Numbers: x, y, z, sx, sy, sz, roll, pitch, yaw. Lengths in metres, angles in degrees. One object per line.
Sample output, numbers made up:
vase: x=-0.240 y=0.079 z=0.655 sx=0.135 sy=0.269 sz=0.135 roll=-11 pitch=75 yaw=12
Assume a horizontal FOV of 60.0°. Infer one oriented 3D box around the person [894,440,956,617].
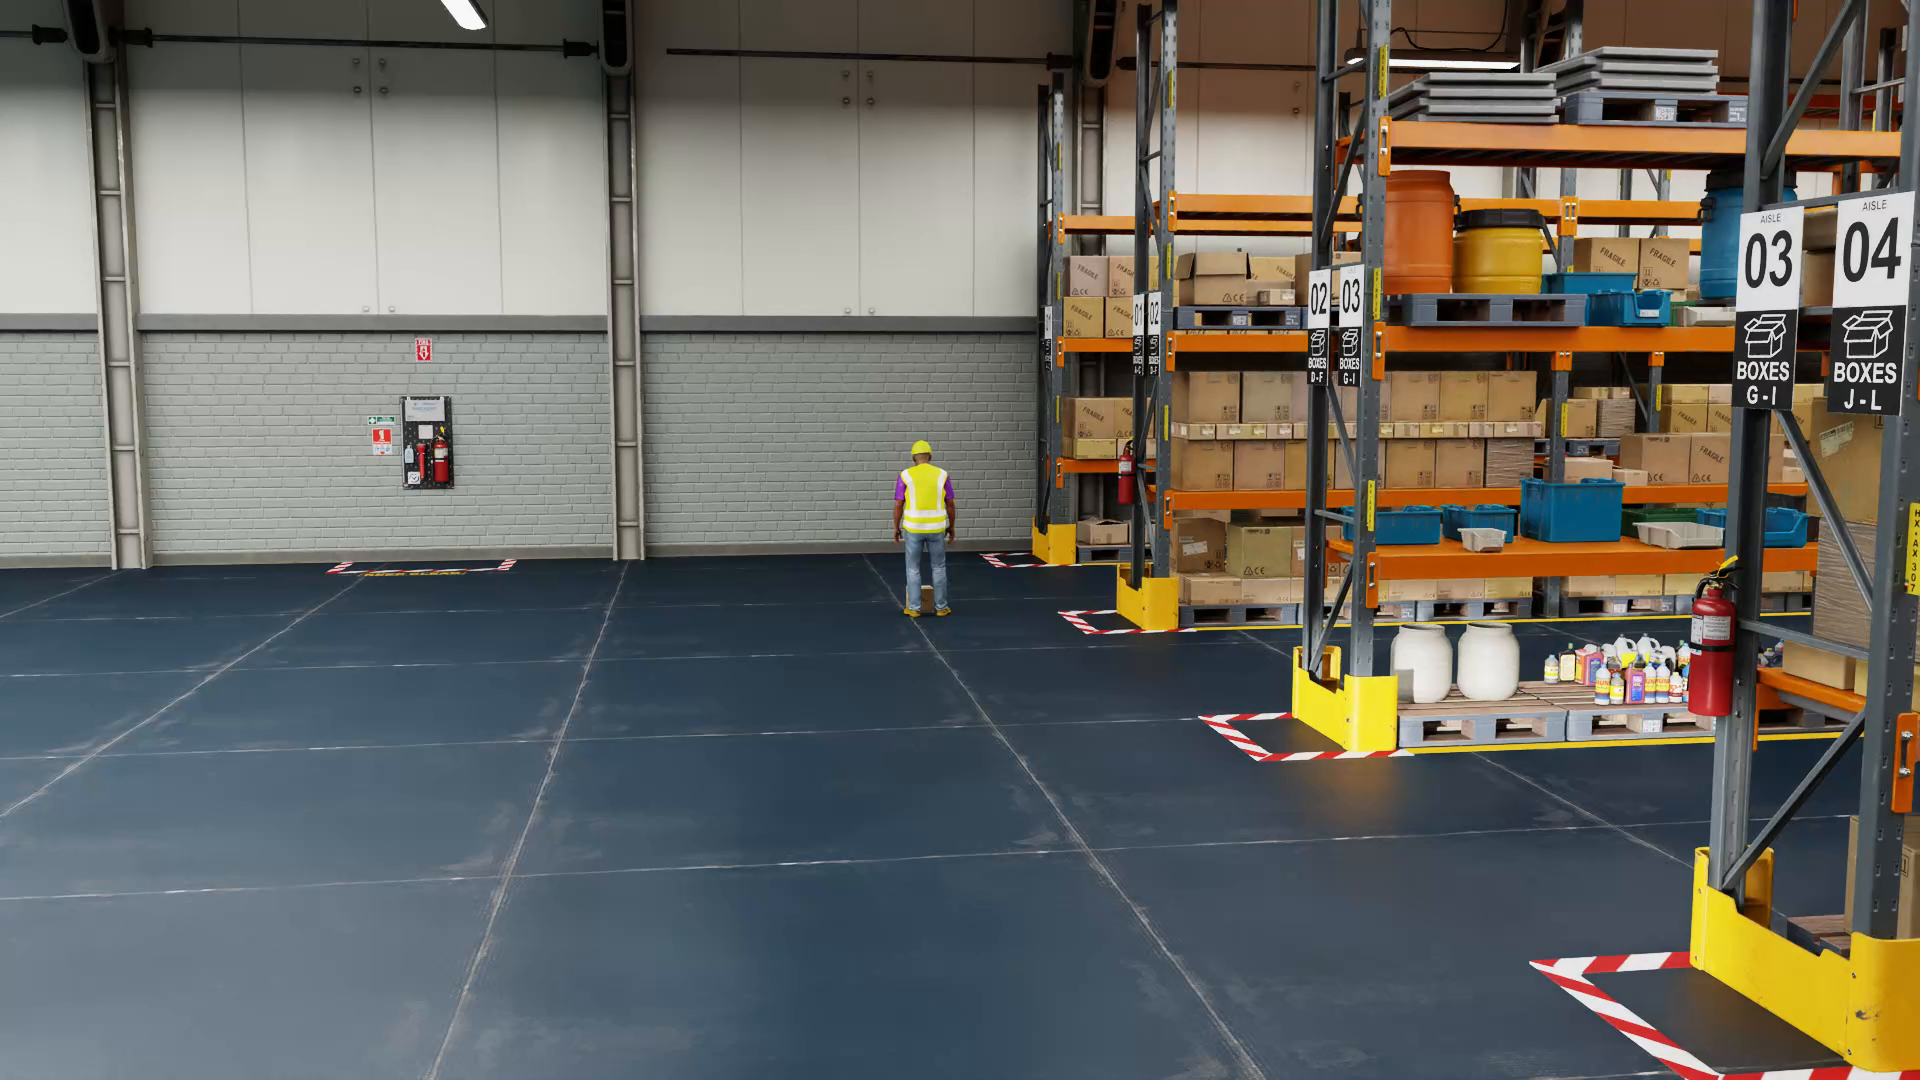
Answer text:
person: x=-0.355 y=-0.117 z=16.668 sx=0.628 sy=1.761 sz=0.457 roll=-1 pitch=7 yaw=-8
